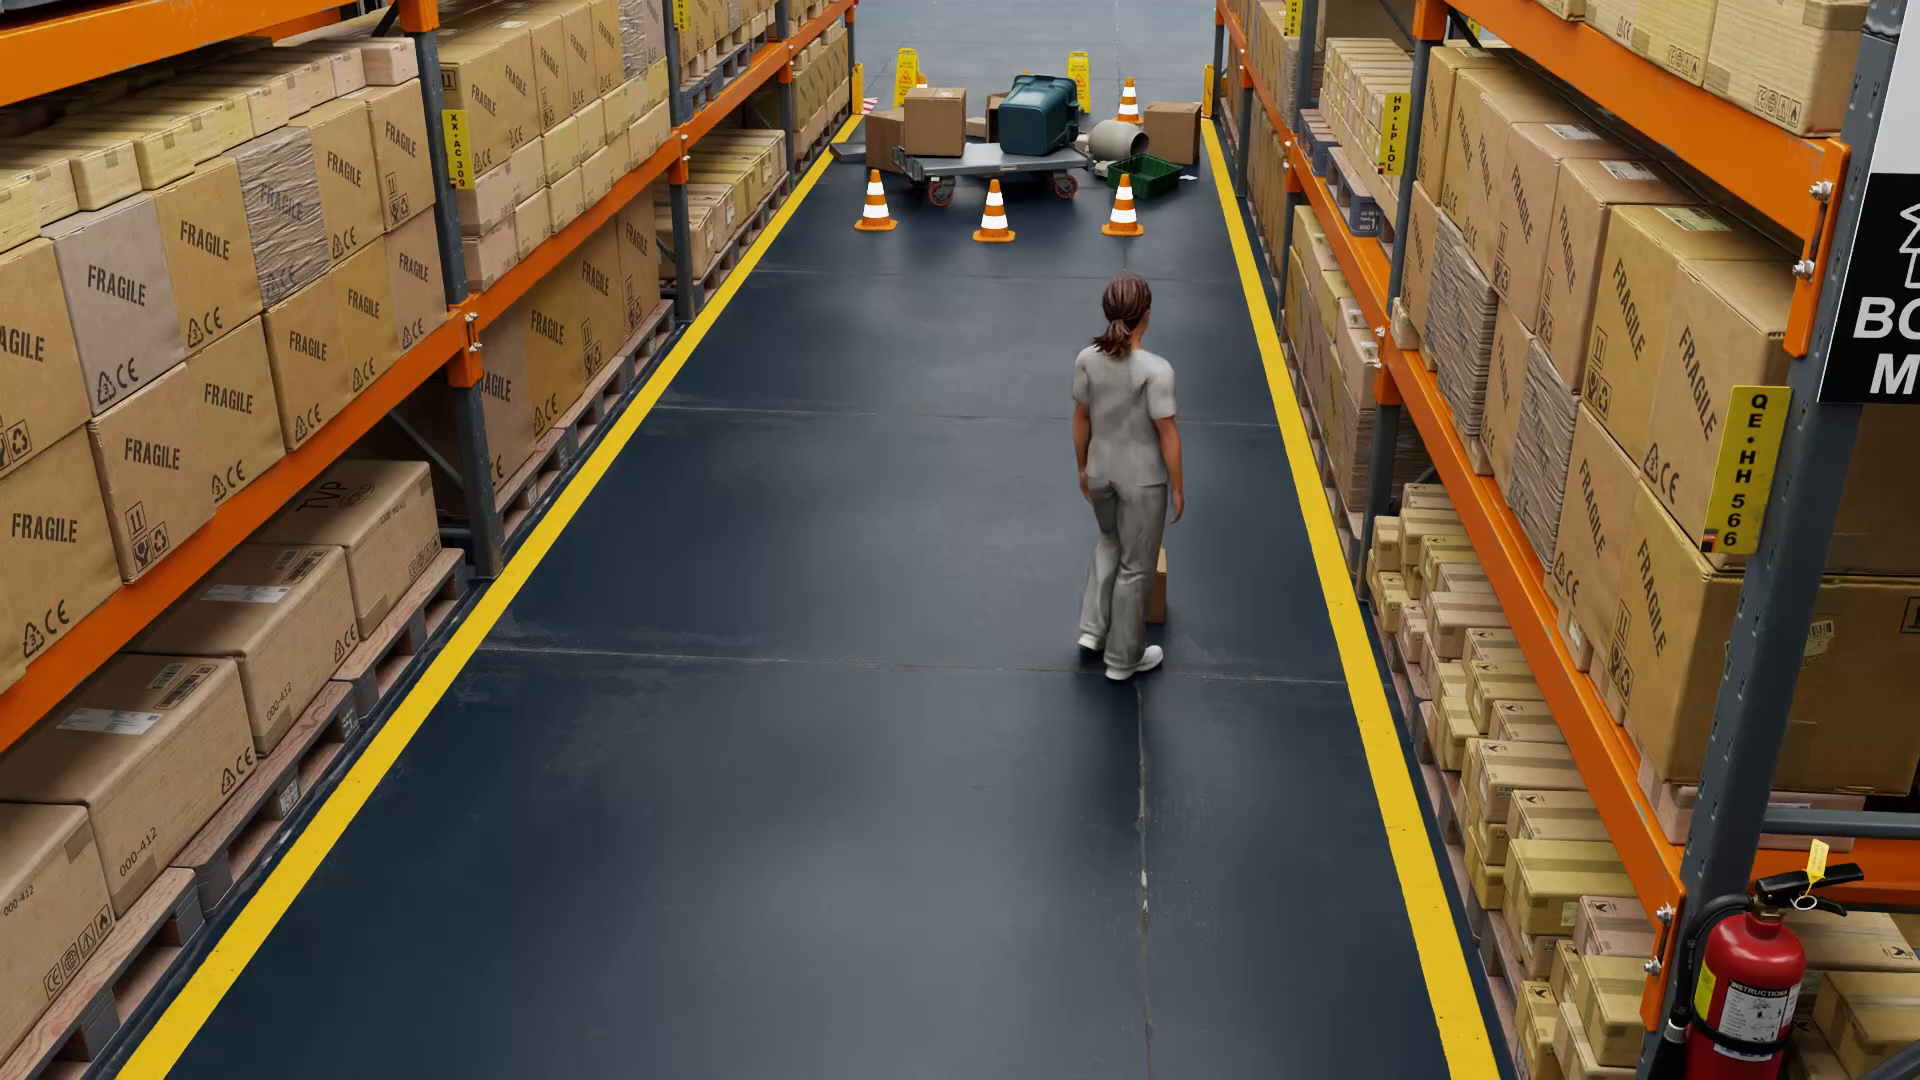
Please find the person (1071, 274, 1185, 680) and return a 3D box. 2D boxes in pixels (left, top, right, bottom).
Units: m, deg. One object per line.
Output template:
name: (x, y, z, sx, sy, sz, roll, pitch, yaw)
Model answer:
person: (0.678, -0.225, 6.603, 0.486, 1.695, 0.424, 19, 31, 36)
